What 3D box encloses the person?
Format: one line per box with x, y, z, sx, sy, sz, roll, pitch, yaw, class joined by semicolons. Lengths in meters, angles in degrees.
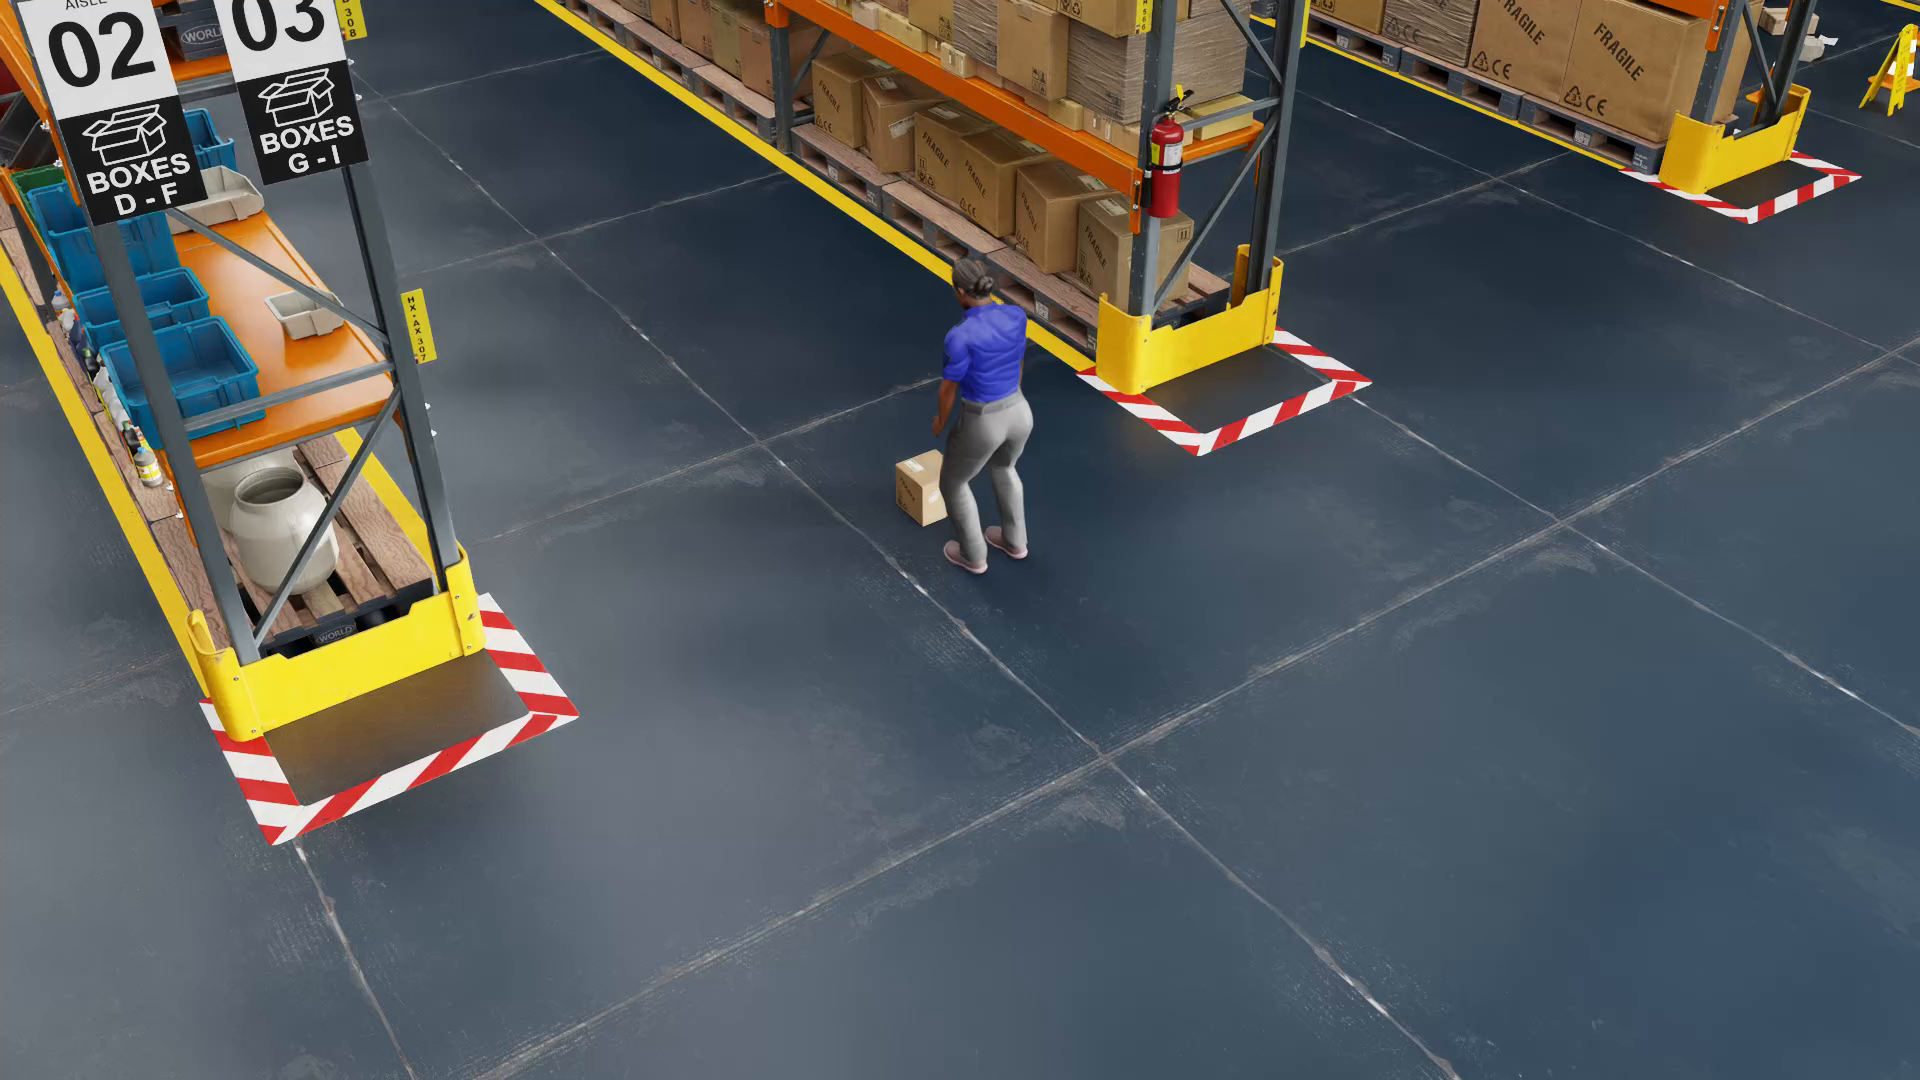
0.104;-0.556;7.814;0.461;1.599;0.393;-22;42;-26;person
